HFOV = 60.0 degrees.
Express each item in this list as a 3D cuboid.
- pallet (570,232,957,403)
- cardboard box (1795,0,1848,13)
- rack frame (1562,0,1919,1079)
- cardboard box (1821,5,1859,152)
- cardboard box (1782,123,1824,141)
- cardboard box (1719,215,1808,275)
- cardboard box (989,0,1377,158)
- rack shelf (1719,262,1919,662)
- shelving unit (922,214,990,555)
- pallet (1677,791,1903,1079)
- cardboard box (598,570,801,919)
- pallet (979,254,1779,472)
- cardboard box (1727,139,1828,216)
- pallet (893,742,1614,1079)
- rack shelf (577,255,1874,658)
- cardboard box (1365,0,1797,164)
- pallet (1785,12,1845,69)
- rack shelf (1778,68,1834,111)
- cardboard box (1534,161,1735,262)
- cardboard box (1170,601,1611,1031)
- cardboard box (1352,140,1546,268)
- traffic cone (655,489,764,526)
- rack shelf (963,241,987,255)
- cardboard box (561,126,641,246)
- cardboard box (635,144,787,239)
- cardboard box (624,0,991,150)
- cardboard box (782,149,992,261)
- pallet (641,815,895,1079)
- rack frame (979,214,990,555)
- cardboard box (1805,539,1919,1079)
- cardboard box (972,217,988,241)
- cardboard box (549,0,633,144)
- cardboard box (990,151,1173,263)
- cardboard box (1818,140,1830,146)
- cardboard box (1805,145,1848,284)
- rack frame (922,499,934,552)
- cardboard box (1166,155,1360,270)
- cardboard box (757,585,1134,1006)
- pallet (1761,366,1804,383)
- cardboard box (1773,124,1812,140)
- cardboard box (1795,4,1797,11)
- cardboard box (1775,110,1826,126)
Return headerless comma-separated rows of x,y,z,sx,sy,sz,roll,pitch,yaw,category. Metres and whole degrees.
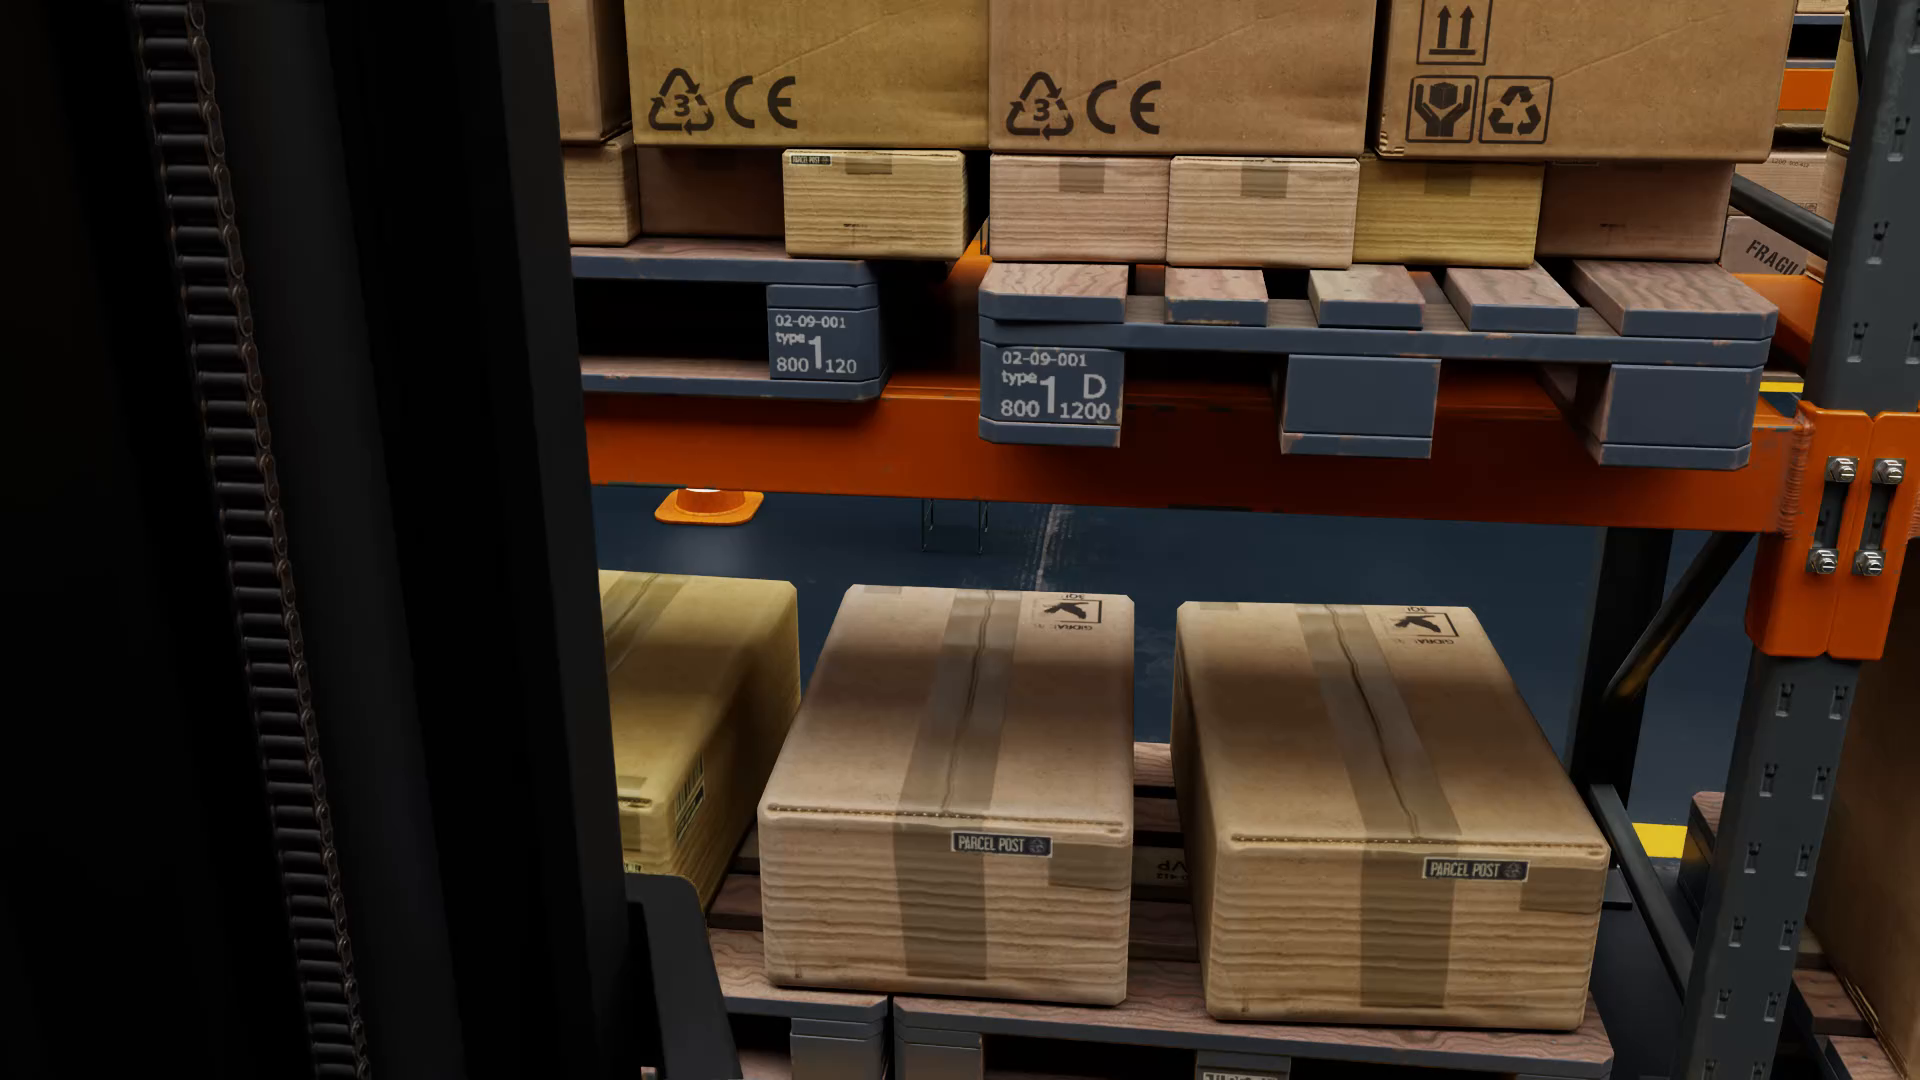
-0.660,-0.503,2.894,1.213,0.211,1.003,2,22,6,pallet
3.531,-2.262,6.853,0.250,0.149,0.380,3,22,7,cardboard box
1.311,-0.522,2.680,0.127,3.000,1.000,2,22,6,rack frame
1.822,-0.756,2.797,0.500,0.250,0.500,2,22,6,cardboard box
4.028,-1.716,7.510,0.500,0.250,0.500,3,22,8,cardboard box
3.476,-1.202,7.228,0.500,0.500,0.500,2,22,5,cardboard box
0.312,-0.839,2.369,0.500,0.500,0.500,2,22,5,cardboard box
3.297,-0.101,2.594,4.000,0.370,1.077,2,22,6,rack shelf
-0.014,-0.559,5.221,0.189,1.200,0.258,2,22,6,shelving unit
2.085,0.836,3.037,1.213,0.211,1.003,2,22,6,pallet
-0.735,0.413,3.319,0.625,0.372,0.950,3,22,8,cardboard box
0.591,-0.425,2.695,1.003,0.211,1.213,2,22,6,pallet
3.443,-1.549,7.087,0.500,0.250,0.500,3,22,7,cardboard box
0.535,0.740,3.280,1.213,0.211,1.003,2,22,6,pallet
-0.675,-0.274,3.031,4.000,0.370,1.077,2,22,6,rack shelf
0.827,-0.820,2.323,0.500,0.500,0.500,2,22,5,cardboard box
3.764,-2.174,7.119,1.213,0.211,1.003,2,22,6,pallet
3.779,-1.912,7.176,4.000,0.370,1.077,2,22,6,rack shelf
0.958,-0.529,2.468,0.250,0.149,0.380,3,22,8,cardboard box
0.751,0.477,3.157,0.625,0.372,0.950,1,22,3,cardboard box
0.683,-0.514,2.430,0.250,0.149,0.380,3,22,7,cardboard box
-0.859,-0.325,5.633,0.334,0.463,0.336,2,22,6,traffic cone
-0.014,-0.852,5.105,0.180,0.103,0.258,2,22,6,rack shelf
-0.590,-0.567,2.564,0.250,0.149,0.380,2,22,5,cardboard box
-0.331,-0.586,2.612,0.250,0.149,0.380,3,22,7,cardboard box
-0.189,-0.860,2.423,0.500,0.500,0.500,1,22,3,cardboard box
-0.096,-0.529,2.469,0.250,0.149,0.380,3,22,7,cardboard box
-0.673,0.687,3.416,1.213,0.211,1.003,2,22,6,pallet
0.076,-0.555,5.211,0.006,1.200,0.240,2,22,6,rack frame
1.987,0.331,2.841,0.875,0.875,0.875,2,22,6,cardboard box
0.331,-1.578,7.841,0.750,0.750,1.050,3,22,7,cardboard box
-0.731,-0.884,2.484,0.500,0.500,0.500,2,22,4,cardboard box
0.179,-0.522,2.451,0.250,0.149,0.380,1,22,4,cardboard box
3.961,-1.527,7.031,0.500,0.250,0.500,2,22,4,cardboard box
1.844,-0.525,2.892,0.500,0.250,0.500,2,22,4,cardboard box
-0.105,-0.563,5.231,0.006,1.200,0.240,2,22,6,rack frame
0.428,-0.508,2.416,0.250,0.149,0.380,2,22,6,cardboard box
0.017,0.448,3.230,0.625,0.372,0.950,2,22,5,cardboard box
3.777,-0.949,7.553,1.213,0.211,1.003,2,22,6,pallet
3.509,-1.736,7.559,0.500,0.250,0.500,3,22,8,cardboard box
3.281,-2.274,6.883,0.250,0.149,0.380,3,22,8,cardboard box
5.812,-3.195,11.759,0.875,0.875,1.225,3,22,6,cardboard box
